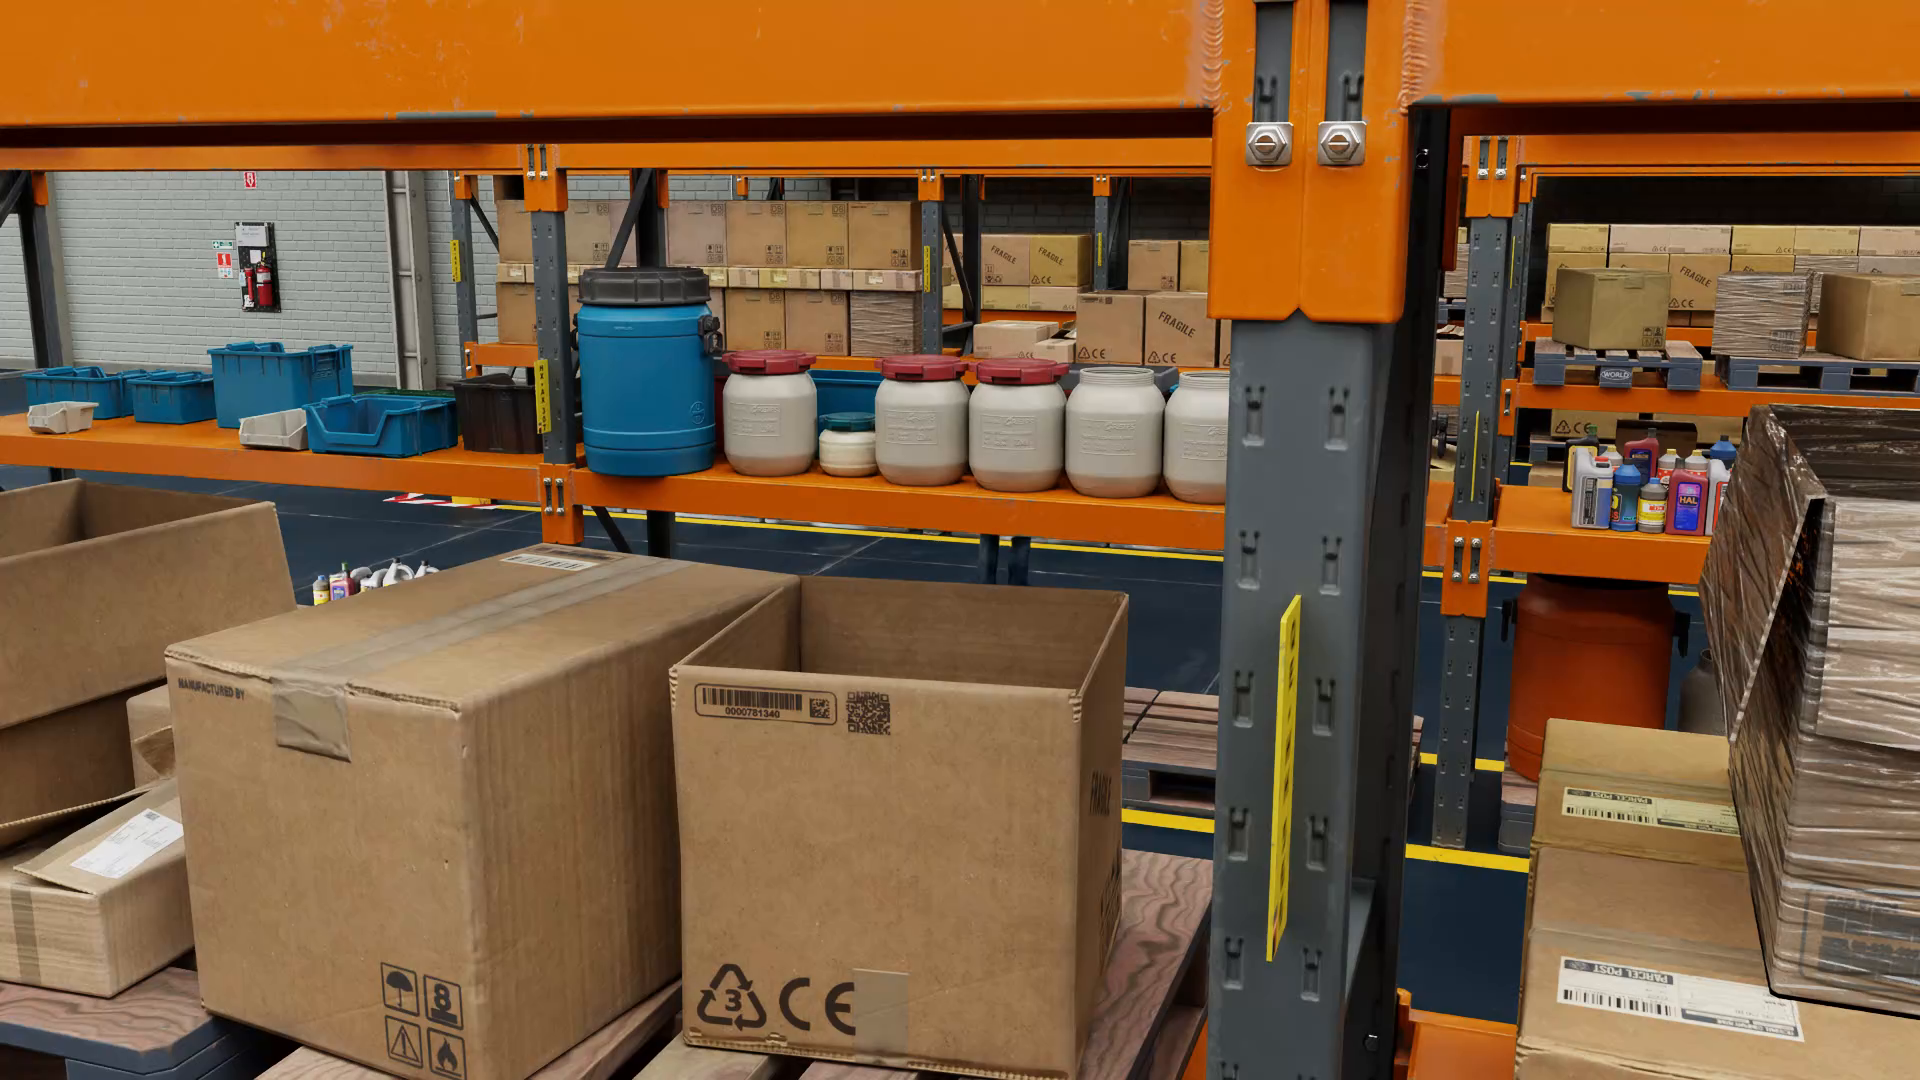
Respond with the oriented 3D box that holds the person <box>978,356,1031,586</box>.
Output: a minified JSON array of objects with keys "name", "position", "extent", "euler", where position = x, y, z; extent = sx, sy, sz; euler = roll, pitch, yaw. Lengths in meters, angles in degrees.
[{"name":"person","position":[0.299,-0.327,10.027],"extent":[0.404,1.593,0.494],"euler":[4,13,20]}]
